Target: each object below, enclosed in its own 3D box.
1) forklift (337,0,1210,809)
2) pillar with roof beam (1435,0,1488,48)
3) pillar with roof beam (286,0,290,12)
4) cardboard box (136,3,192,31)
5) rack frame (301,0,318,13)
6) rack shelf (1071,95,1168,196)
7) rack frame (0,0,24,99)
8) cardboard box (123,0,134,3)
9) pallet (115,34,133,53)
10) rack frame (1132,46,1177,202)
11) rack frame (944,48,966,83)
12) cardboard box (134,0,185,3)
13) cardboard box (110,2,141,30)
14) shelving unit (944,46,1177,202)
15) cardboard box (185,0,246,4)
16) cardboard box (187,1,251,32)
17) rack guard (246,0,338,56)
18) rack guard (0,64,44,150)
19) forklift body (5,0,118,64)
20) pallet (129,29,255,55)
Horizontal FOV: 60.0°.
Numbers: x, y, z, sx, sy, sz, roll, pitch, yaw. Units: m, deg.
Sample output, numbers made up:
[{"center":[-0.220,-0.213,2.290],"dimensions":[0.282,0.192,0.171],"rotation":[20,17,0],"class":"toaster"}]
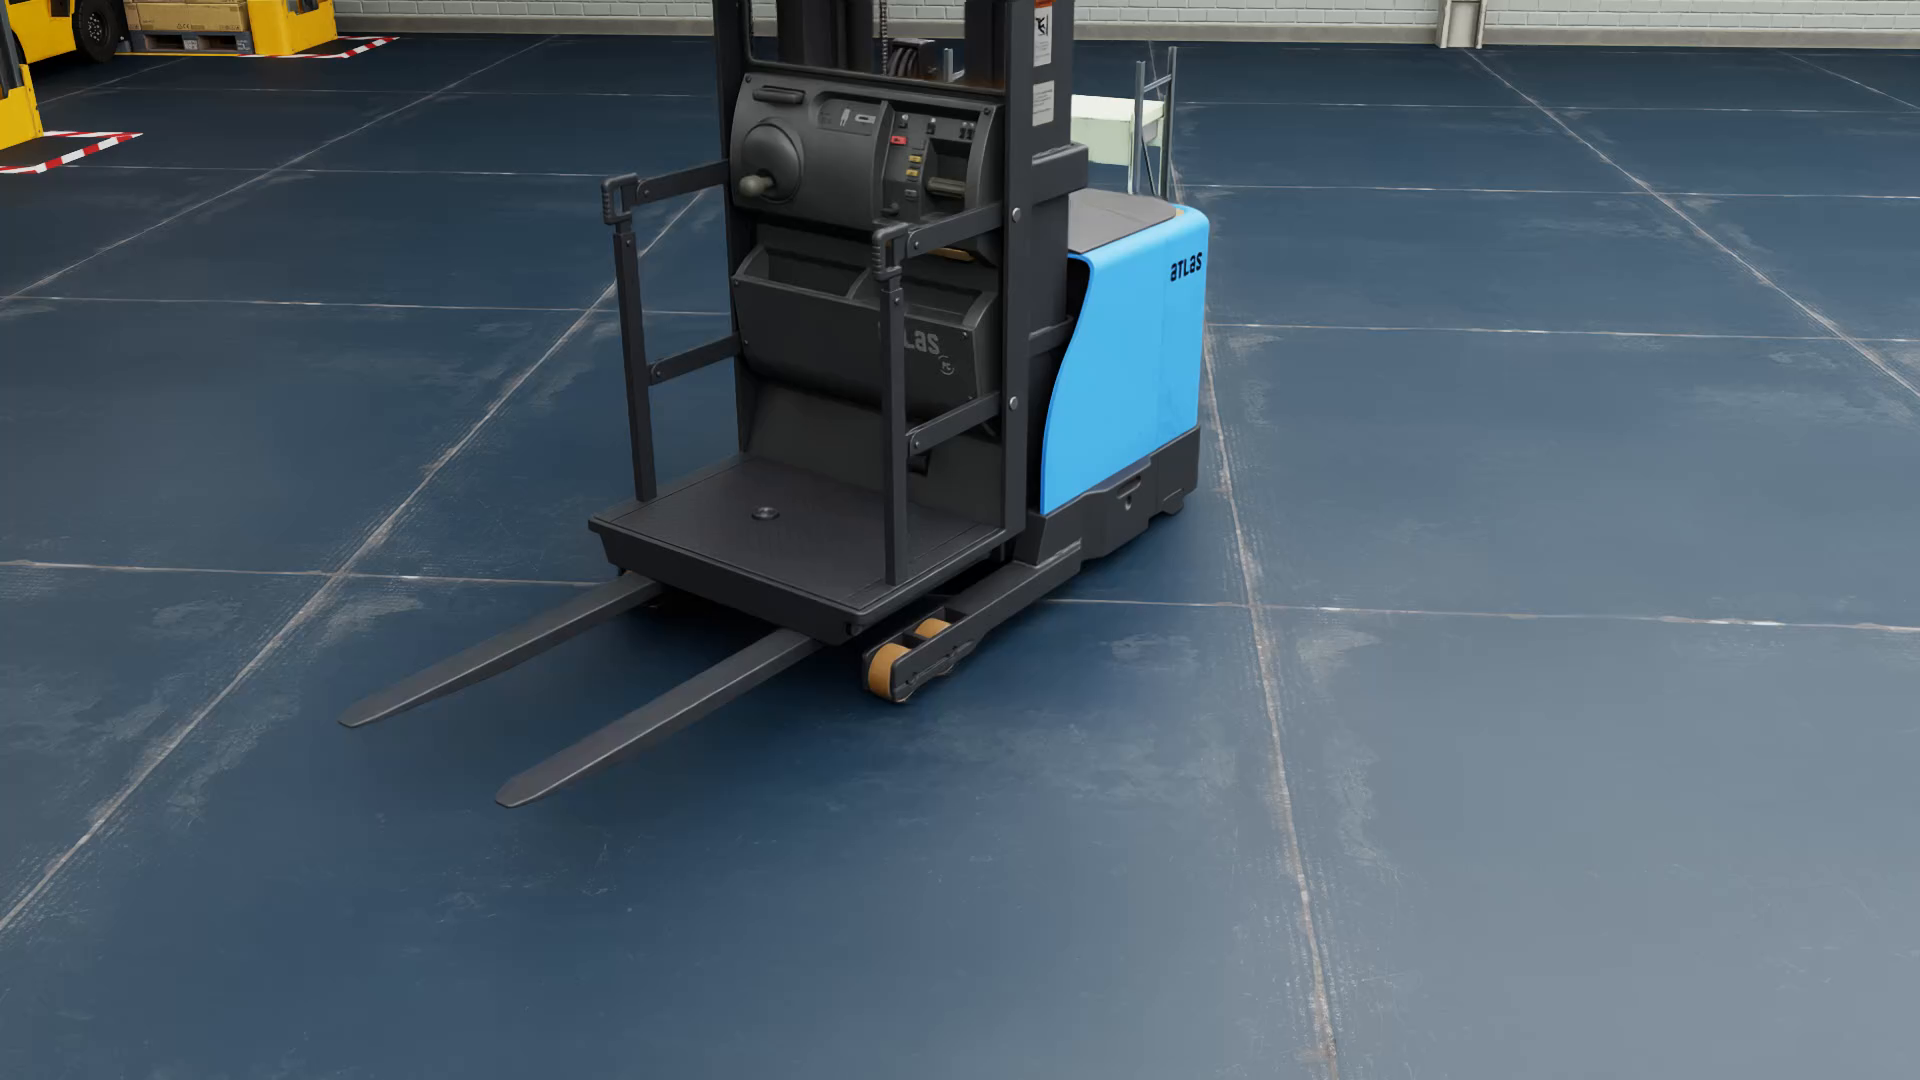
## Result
[{"center":[-0.419,-1.099,4.633],"dimensions":[1.130,2.935,3.031],"rotation":[17,30,33],"class":"forklift"},{"center":[4.533,-7.120,10.458],"dimensions":[0.400,9.000,9.100],"rotation":[2,25,4],"class":"pillar with roof beam"},{"center":[-7.431,-7.504,11.293],"dimensions":[0.400,9.000,9.100],"rotation":[2,25,4],"class":"pillar with roof beam"},{"center":[-7.464,-5.020,15.858],"dimensions":[0.500,0.250,0.500],"rotation":[2,25,4],"class":"cardboard box"},{"center":[-6.477,-6.175,15.581],"dimensions":[0.127,3.000,1.000],"rotation":[2,25,4],"class":"rack frame"},{"center":[0.367,-1.465,6.207],"dimensions":[0.720,0.370,0.431],"rotation":[11,27,22],"class":"rack shelf"},{"center":[-6.853,-4.106,11.085],"dimensions":[0.127,3.000,1.000],"rotation":[2,25,4],"class":"rack frame"},{"center":[-8.001,-5.257,15.776],"dimensions":[0.500,0.250,0.500],"rotation":[1,25,3],"class":"cardboard box"},{"center":[-8.455,-4.955,16.267],"dimensions":[1.213,0.211,1.003],"rotation":[2,25,4],"class":"pallet"},{"center":[0.701,-1.048,6.234],"dimensions":[0.023,1.500,0.400],"rotation":[11,27,22],"class":"rack frame"},{"center":[0.034,-1.174,6.506],"dimensions":[0.023,1.500,0.400],"rotation":[11,27,22],"class":"rack frame"},{"center":[-7.485,-5.249,15.759],"dimensions":[0.500,0.250,0.500],"rotation":[2,25,3],"class":"cardboard box"},{"center":[-7.962,-5.040,15.901],"dimensions":[0.500,0.250,0.500],"rotation":[2,25,5],"class":"cardboard box"},{"center":[0.367,-1.111,6.370],"dimensions":[0.755,1.500,0.431],"rotation":[11,27,22],"class":"shelving unit"},{"center":[-6.986,-5.229,15.714],"dimensions":[0.500,0.250,0.500],"rotation":[2,25,3],"class":"cardboard box"},{"center":[-6.969,-5.000,15.815],"dimensions":[0.500,0.250,0.500],"rotation":[2,25,4],"class":"cardboard box"},{"center":[-6.453,-5.039,16.102],"dimensions":[0.348,0.500,1.175],"rotation":[2,25,4],"class":"rack guard"},{"center":[-6.929,-2.973,11.613],"dimensions":[0.348,0.500,1.175],"rotation":[2,25,4],"class":"rack guard"},{"center":[-8.507,-5.090,14.238],"dimensions":[1.214,2.155,2.313],"rotation":[2,25,4],"class":"forklift body"},{"center":[-7.242,-4.915,16.179],"dimensions":[1.213,0.211,1.003],"rotation":[2,25,4],"class":"pallet"}]
